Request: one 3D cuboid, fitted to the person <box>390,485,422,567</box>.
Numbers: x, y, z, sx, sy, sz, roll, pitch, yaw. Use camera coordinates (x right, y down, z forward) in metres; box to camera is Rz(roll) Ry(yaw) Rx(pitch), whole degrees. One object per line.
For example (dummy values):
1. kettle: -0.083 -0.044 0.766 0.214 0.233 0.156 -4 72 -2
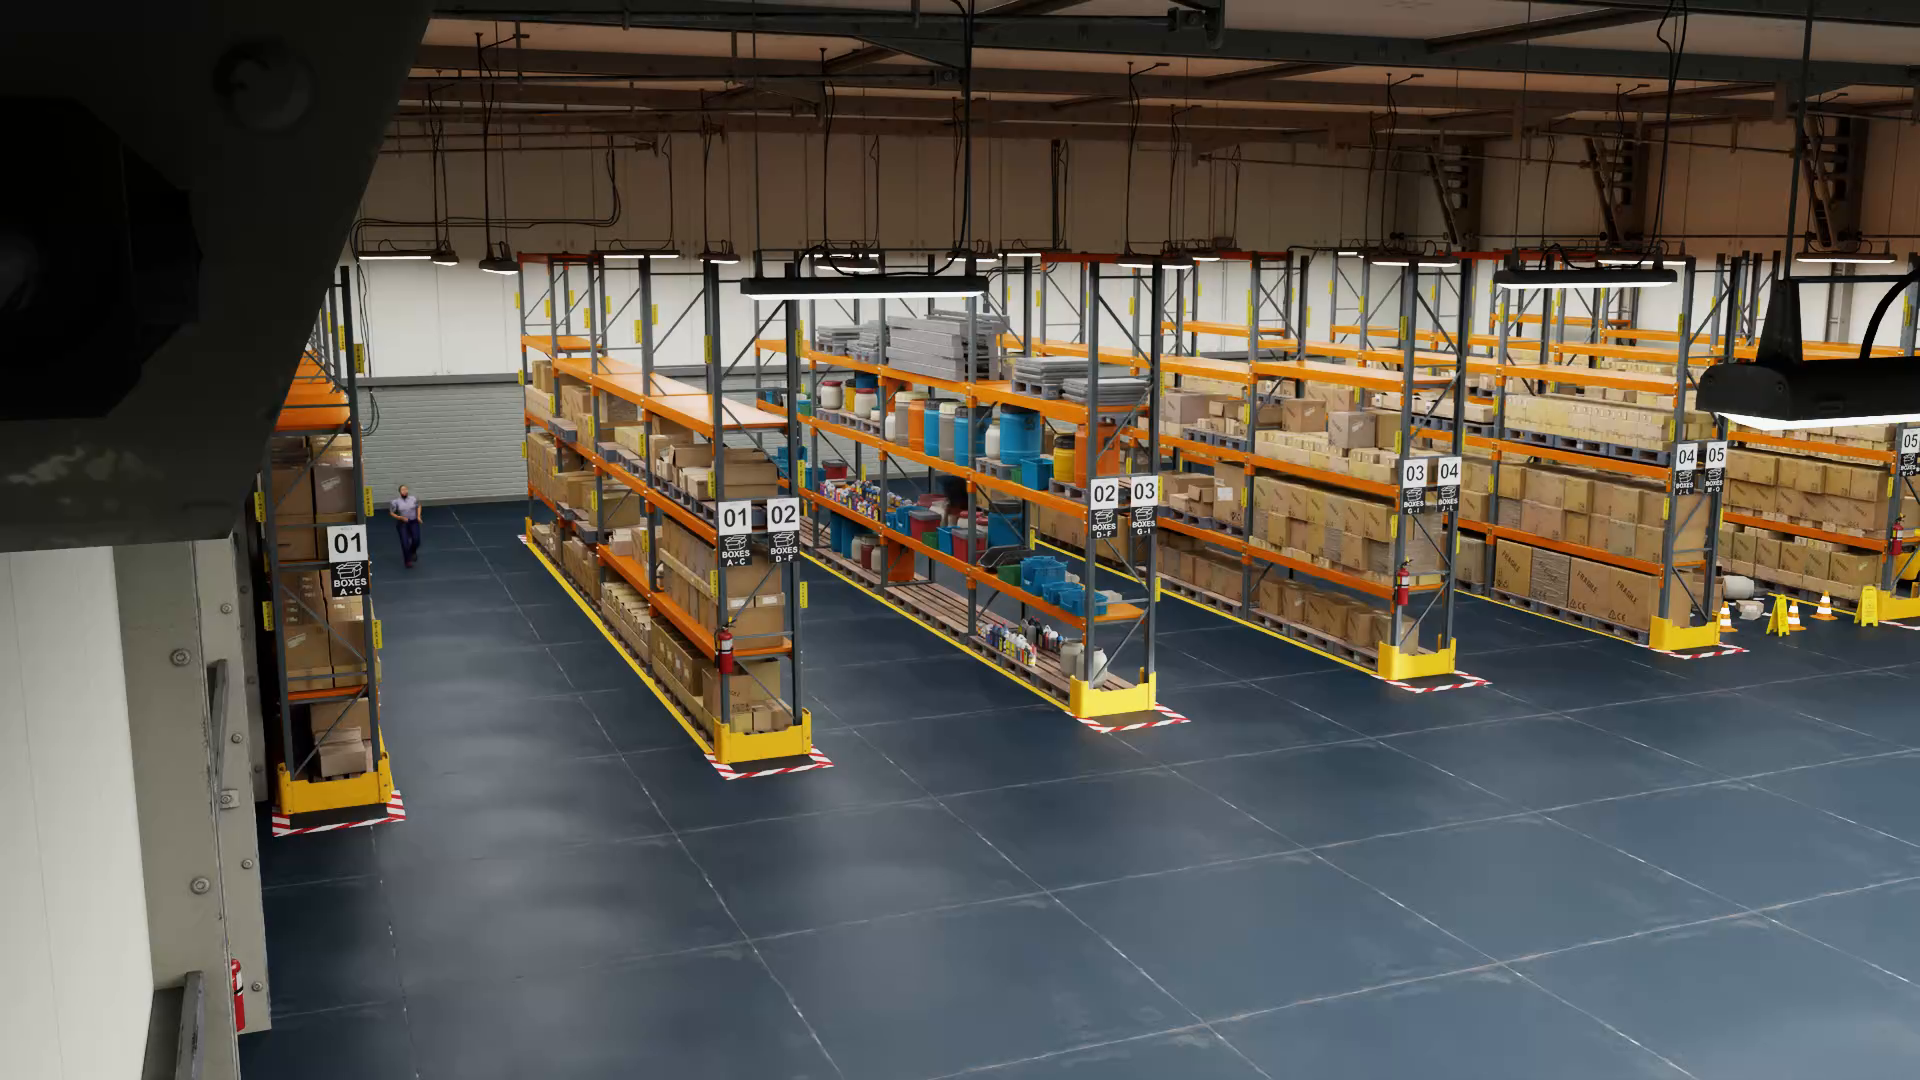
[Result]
1. person: -10.658 -0.270 32.078 0.624 1.601 0.547 -6 12 -29
